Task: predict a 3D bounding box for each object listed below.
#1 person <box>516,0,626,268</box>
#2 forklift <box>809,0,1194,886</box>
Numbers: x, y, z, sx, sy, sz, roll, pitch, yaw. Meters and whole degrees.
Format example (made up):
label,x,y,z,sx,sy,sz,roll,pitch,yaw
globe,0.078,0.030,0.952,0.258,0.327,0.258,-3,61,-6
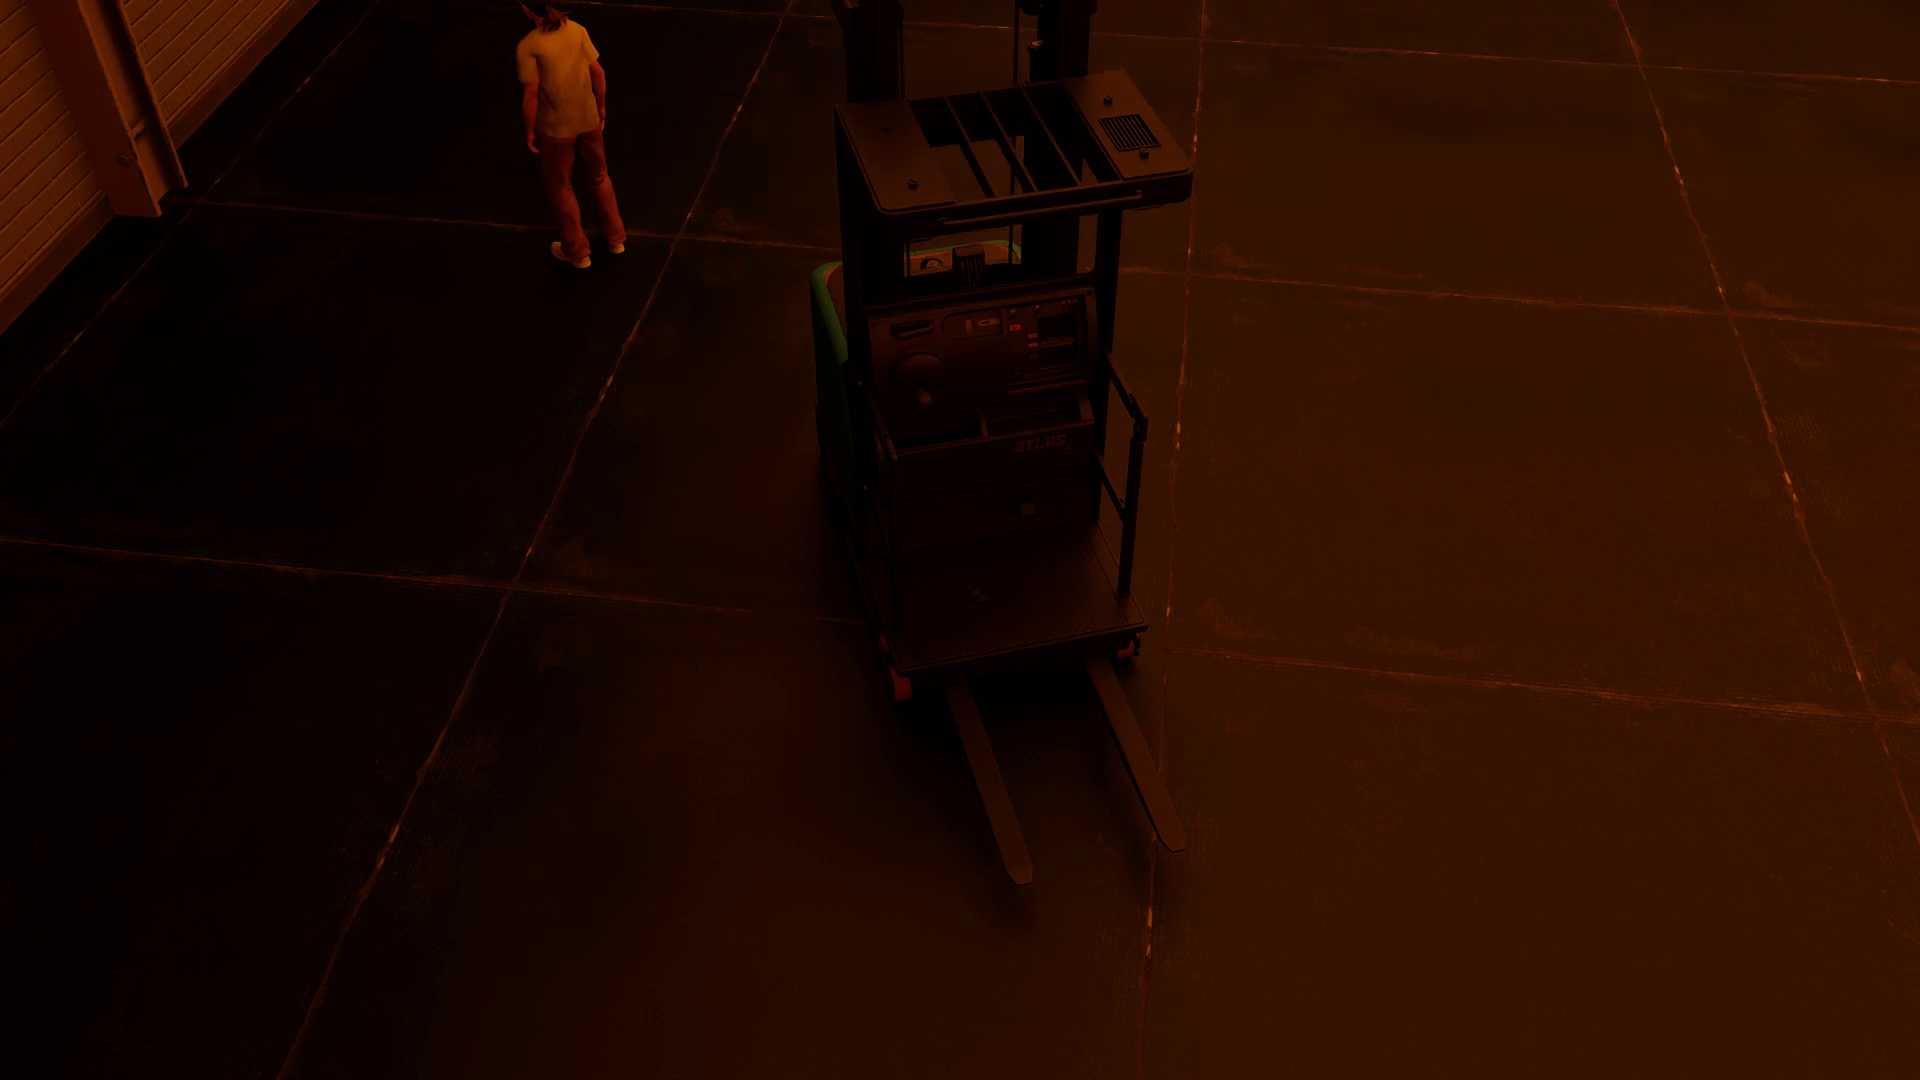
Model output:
label,x,y,z,sx,sy,sz,roll,pitch,yaw
person,-2.166,-2.285,9.142,0.499,1.673,0.355,-29,50,-28
forklift,0.153,-0.681,6.465,1.130,2.935,3.031,-10,44,-11
